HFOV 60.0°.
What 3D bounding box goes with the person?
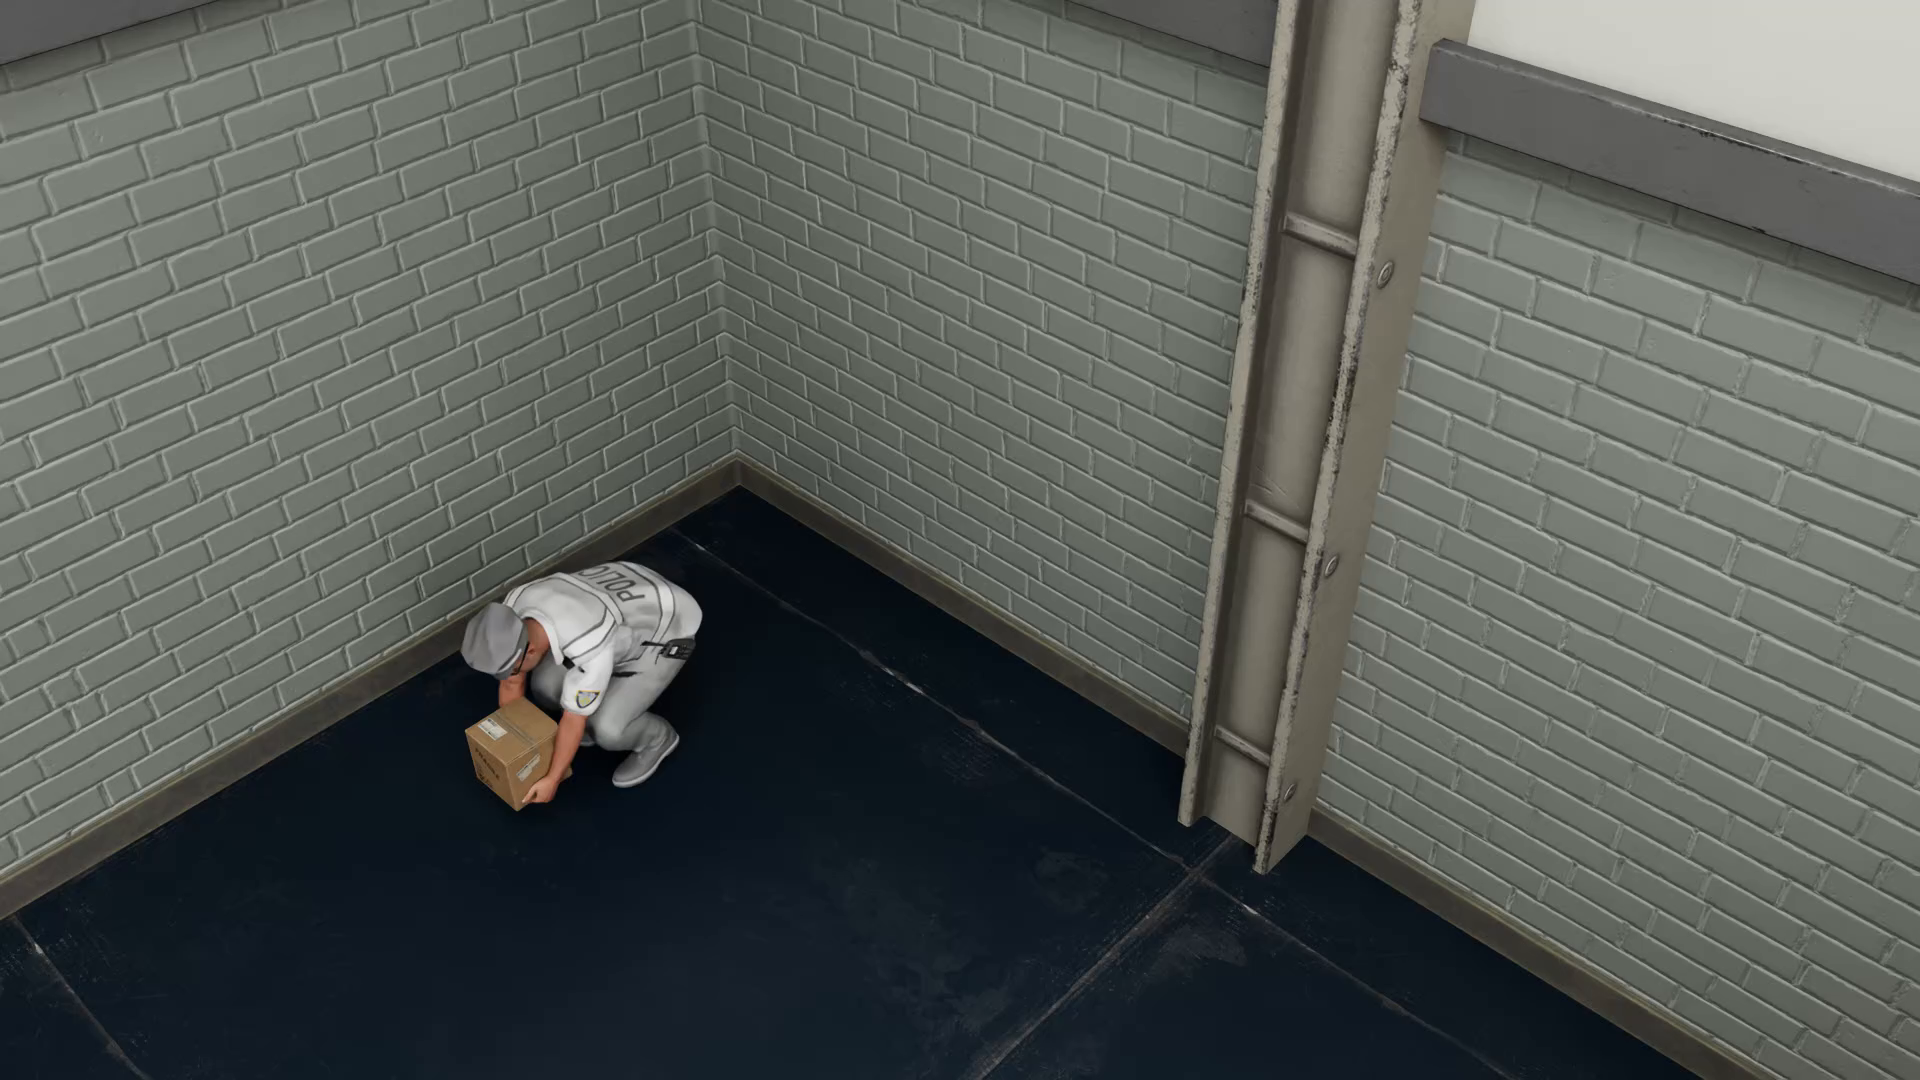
[{"bbox_3d":[-1.377,0.476,6.150,0.532,1.025,0.949,29,47,31],"label":"person"}]
